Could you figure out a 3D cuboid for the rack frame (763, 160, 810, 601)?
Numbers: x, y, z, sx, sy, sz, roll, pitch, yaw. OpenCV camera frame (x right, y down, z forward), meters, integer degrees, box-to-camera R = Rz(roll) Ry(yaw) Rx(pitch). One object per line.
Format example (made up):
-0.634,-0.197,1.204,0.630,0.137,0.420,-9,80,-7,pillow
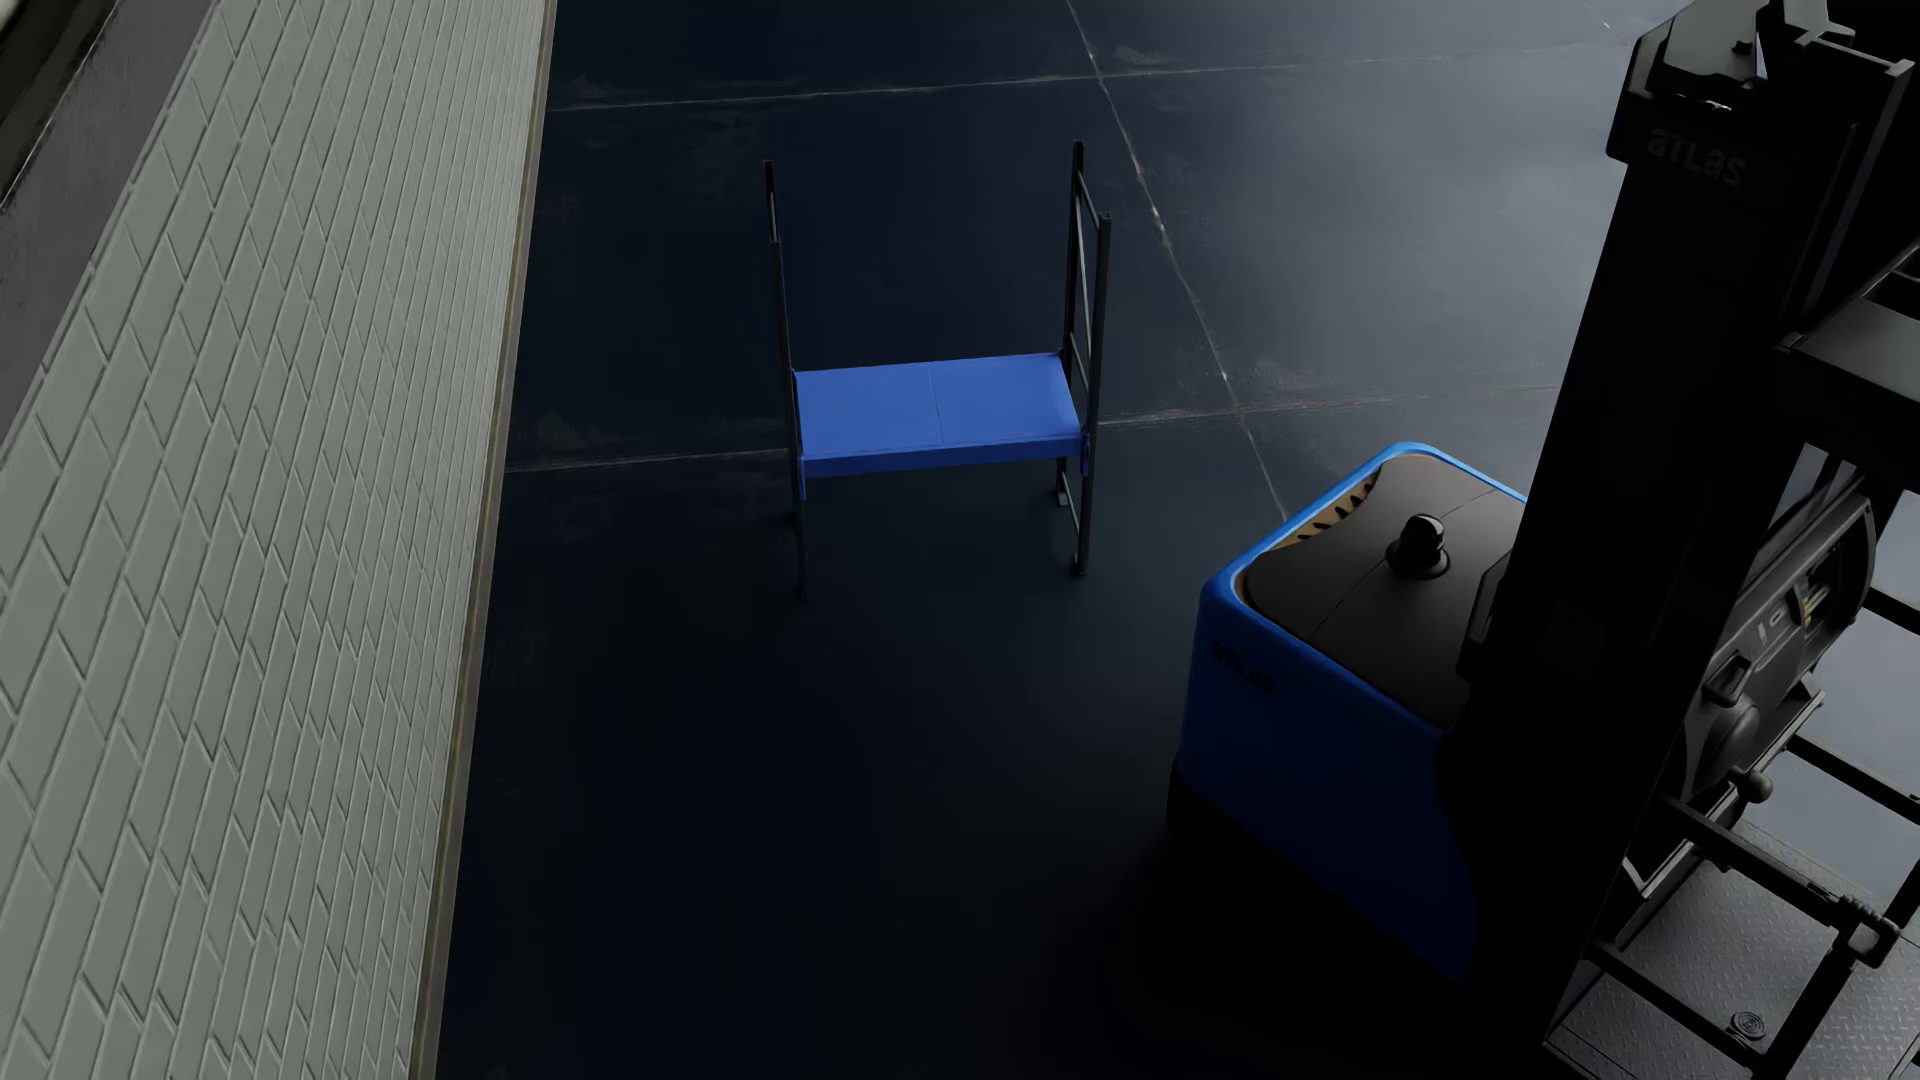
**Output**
-0.589,-0.505,5.690,0.032,1.500,0.500,-5,42,-6,rack frame

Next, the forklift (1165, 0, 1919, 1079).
2.023,0.322,3.704,1.130,2.935,3.031,-33,51,-31,forklift

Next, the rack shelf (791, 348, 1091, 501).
-0.085,-0.416,5.860,1.000,0.185,0.538,-5,42,-6,rack shelf

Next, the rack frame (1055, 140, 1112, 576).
0.419,-0.594,5.788,0.032,1.500,0.500,-5,42,-6,rack frame

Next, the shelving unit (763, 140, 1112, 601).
-0.085,-0.549,5.739,1.048,1.500,0.538,-5,42,-6,shelving unit
